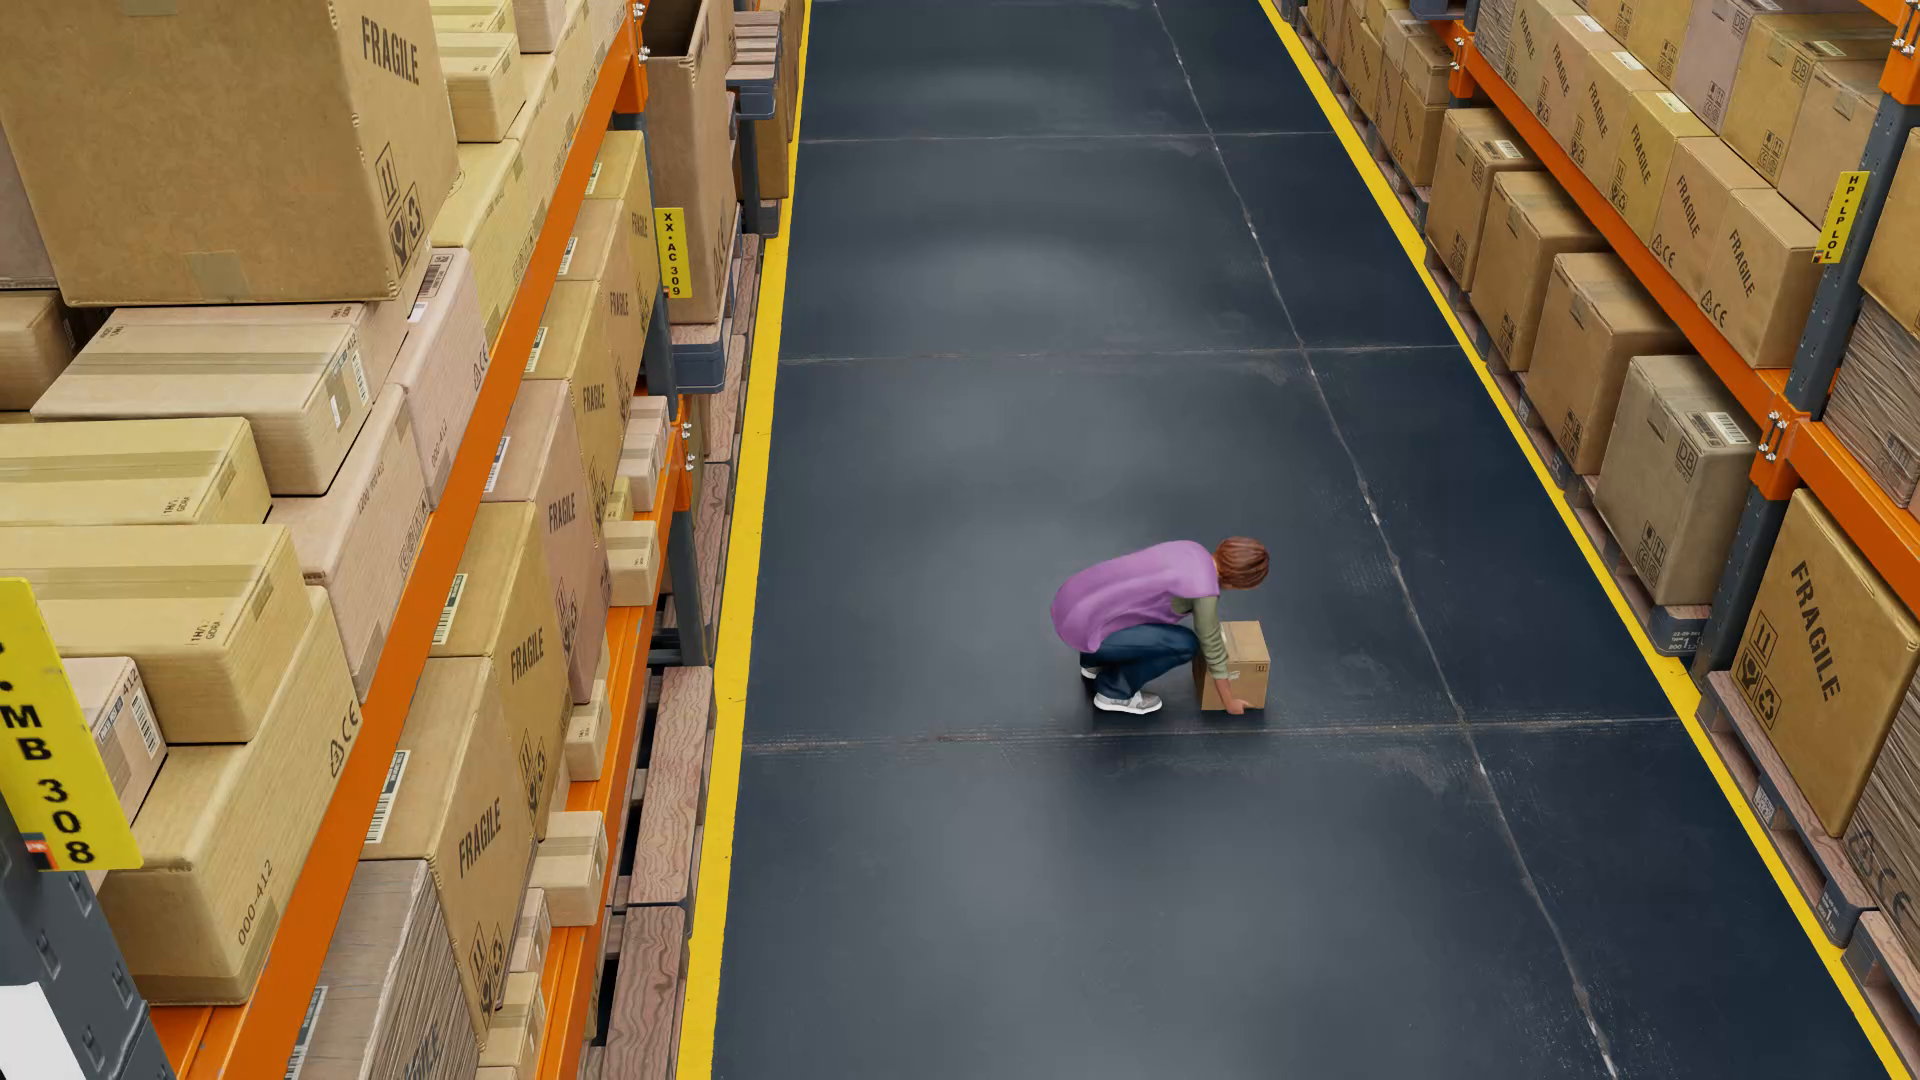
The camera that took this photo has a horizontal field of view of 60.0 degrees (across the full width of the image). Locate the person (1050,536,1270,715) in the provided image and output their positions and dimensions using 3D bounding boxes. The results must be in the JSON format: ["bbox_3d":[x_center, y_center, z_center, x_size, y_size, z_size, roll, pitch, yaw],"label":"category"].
[{"bbox_3d":[0.771,0.347,6.512,0.841,0.732,0.426,-2,36,-3],"label":"person"}]
